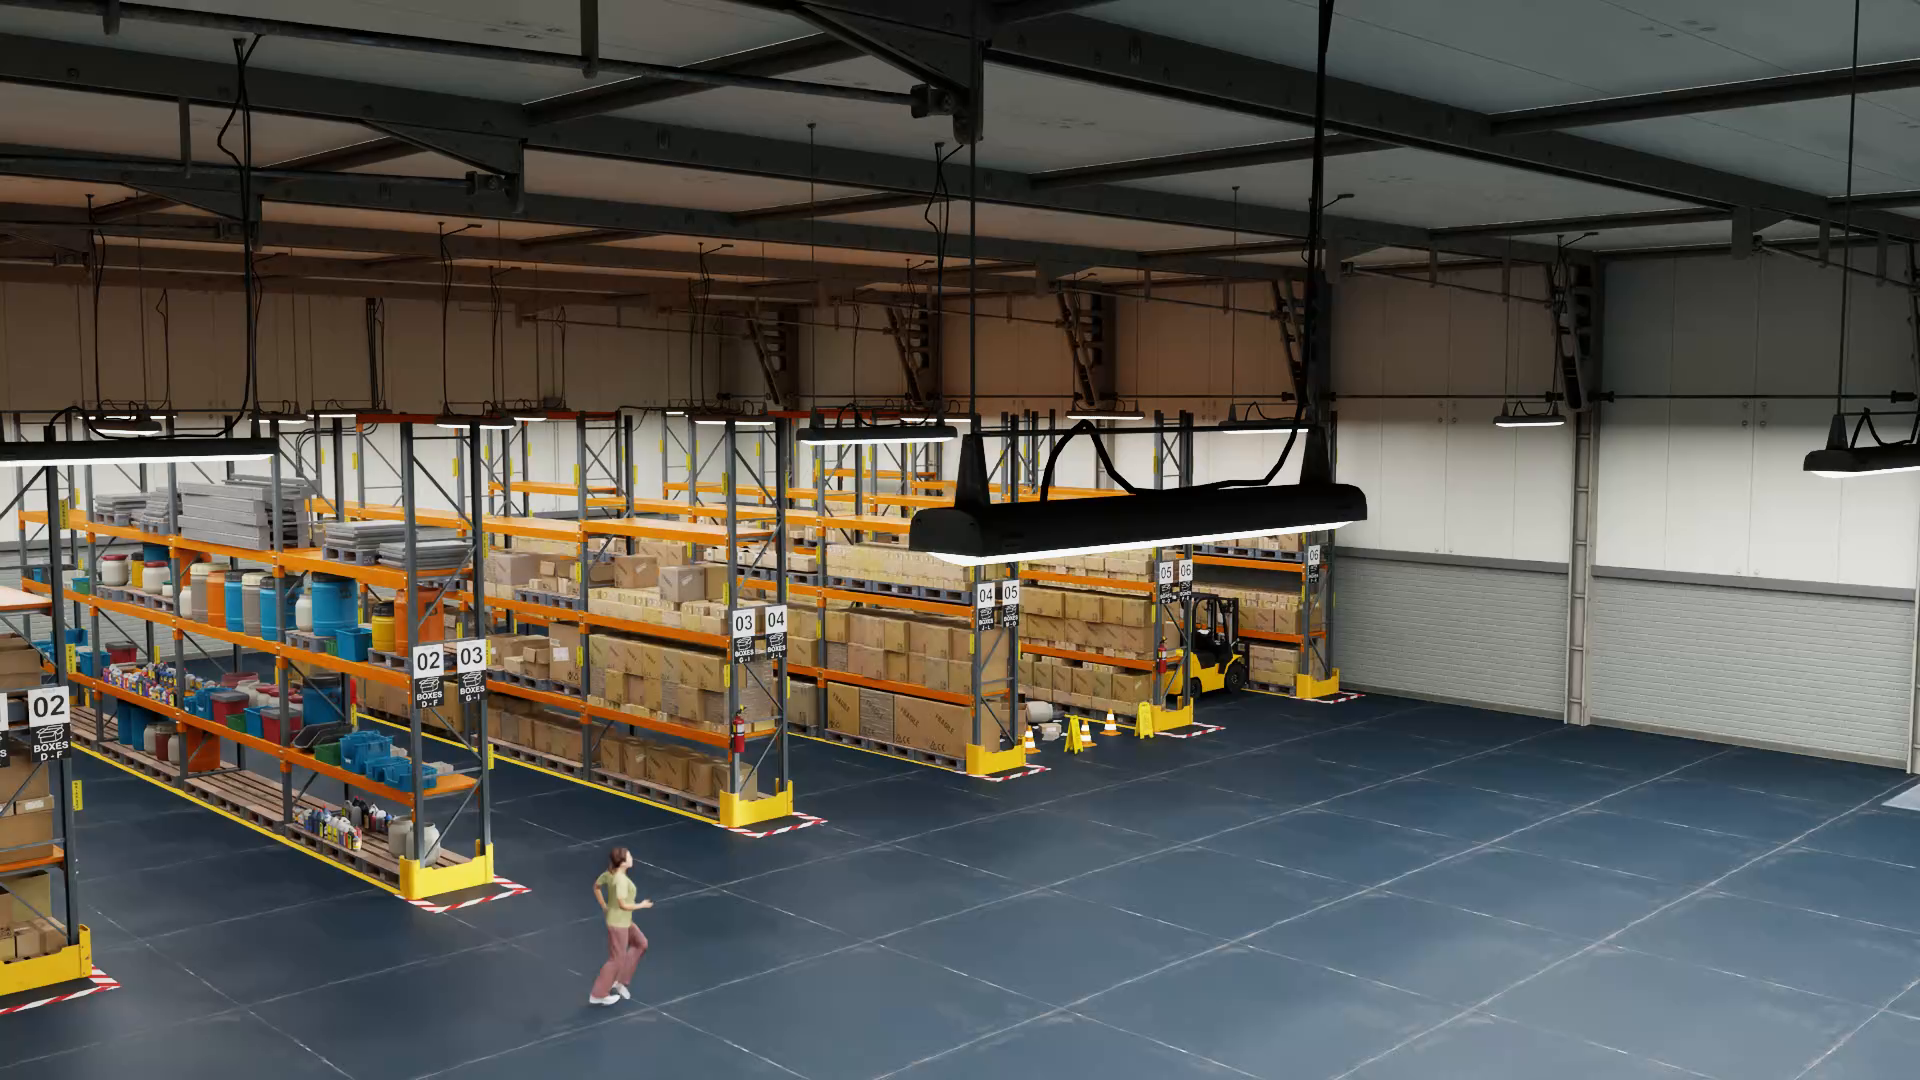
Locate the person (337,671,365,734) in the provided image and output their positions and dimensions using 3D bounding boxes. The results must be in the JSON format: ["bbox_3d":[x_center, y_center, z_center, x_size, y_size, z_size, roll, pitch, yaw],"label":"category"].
[{"bbox_3d":[-10.661,2.994,28.795,0.626,1.671,0.660,3,6,34],"label":"person"}]

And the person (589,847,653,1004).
[{"bbox_3d":[-3.529,4.003,17.277,0.672,1.656,0.547,-2,5,-19],"label":"person"}]
